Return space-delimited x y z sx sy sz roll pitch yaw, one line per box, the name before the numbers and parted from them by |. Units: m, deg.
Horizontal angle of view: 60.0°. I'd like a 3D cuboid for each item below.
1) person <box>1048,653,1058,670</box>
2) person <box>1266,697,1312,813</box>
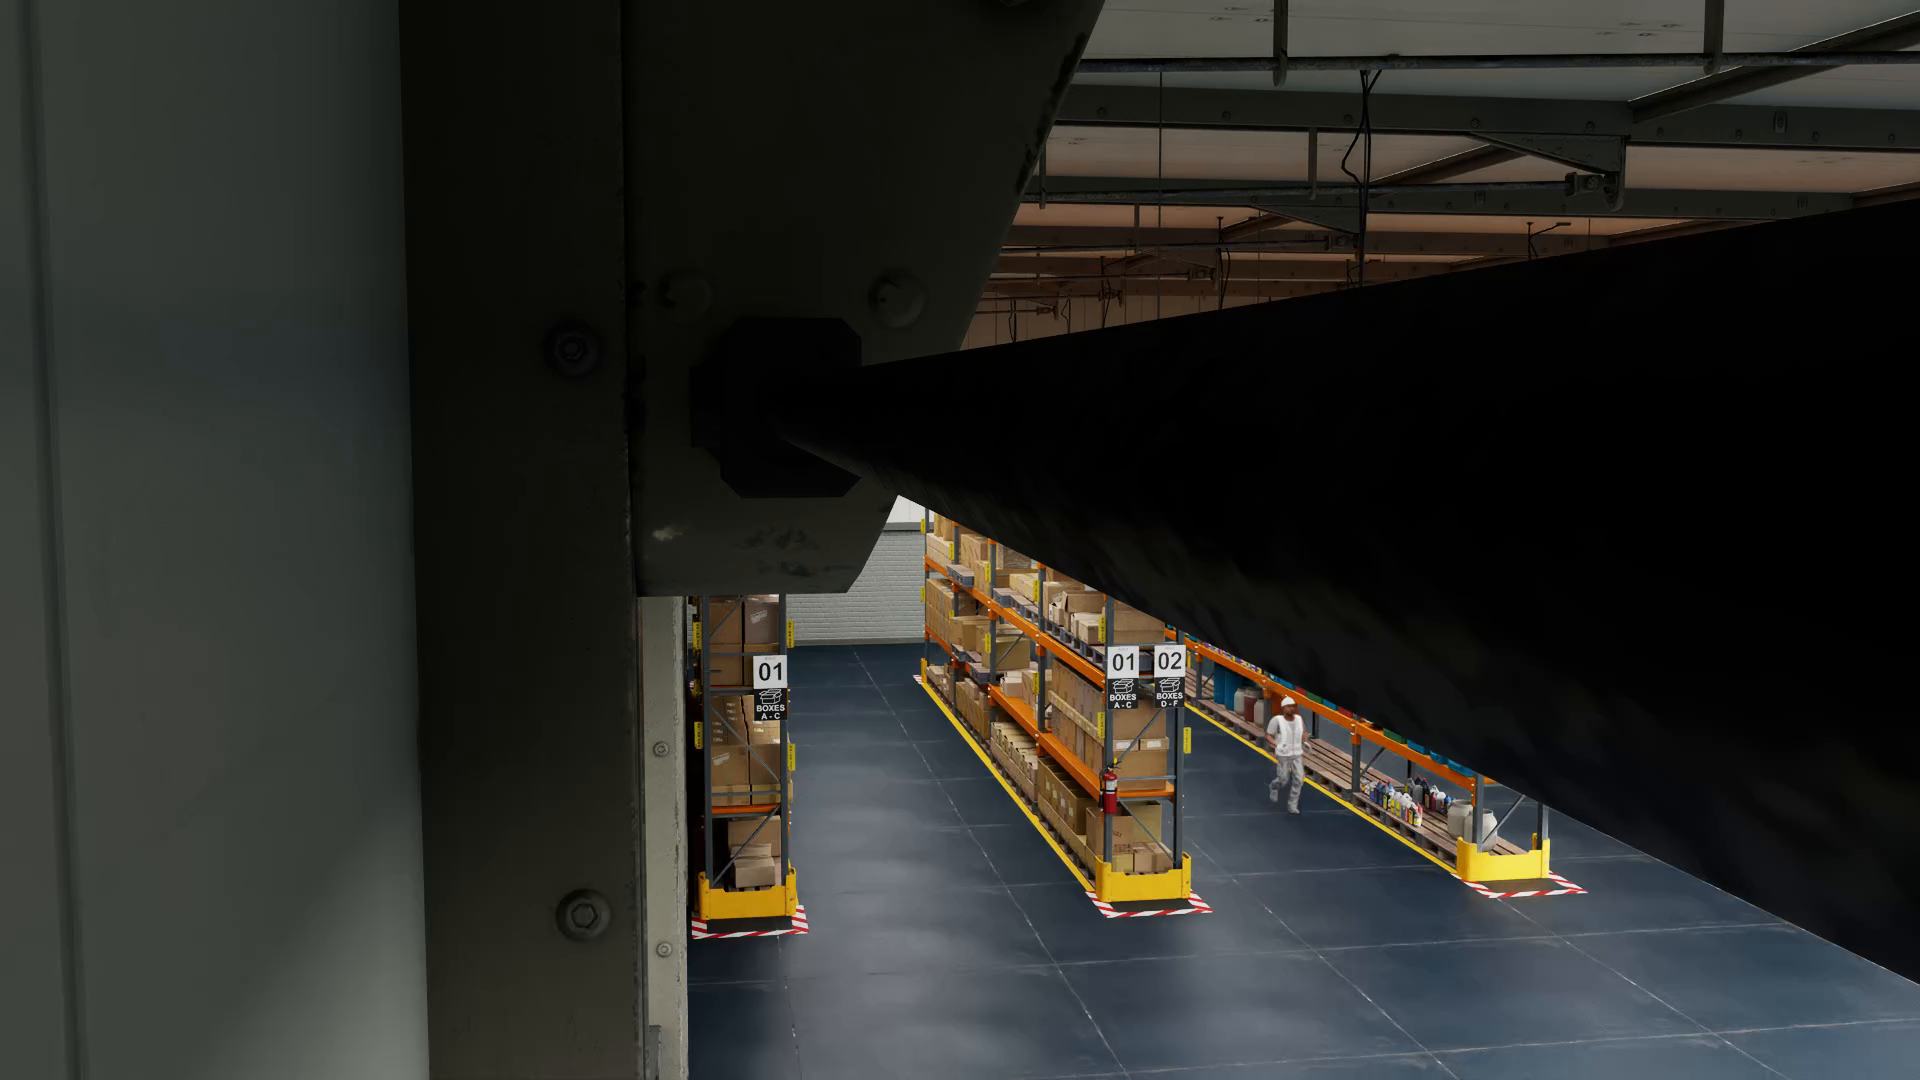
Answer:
person | 2.103 2.211 34.593 0.658 1.726 0.984 -2 5 -22
person | 4.977 3.246 25.220 0.686 1.737 0.697 -1 5 -15
